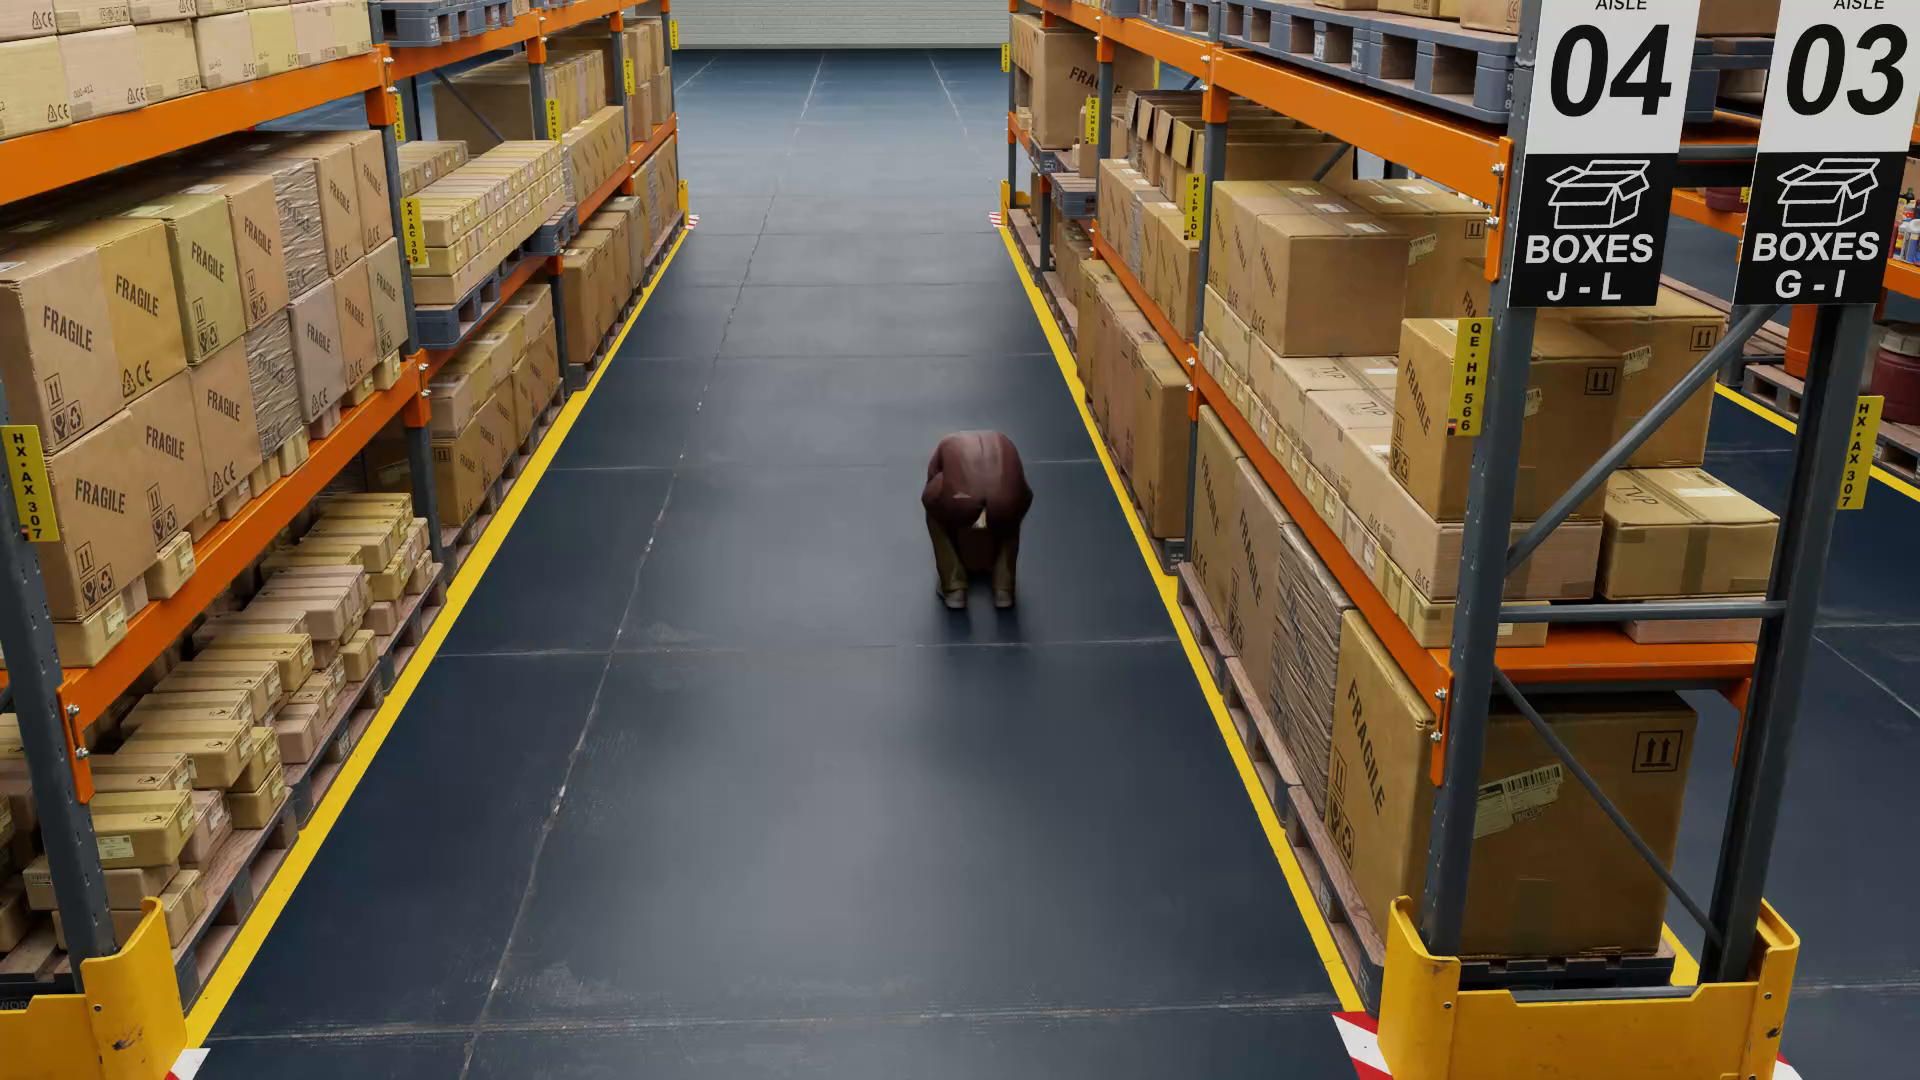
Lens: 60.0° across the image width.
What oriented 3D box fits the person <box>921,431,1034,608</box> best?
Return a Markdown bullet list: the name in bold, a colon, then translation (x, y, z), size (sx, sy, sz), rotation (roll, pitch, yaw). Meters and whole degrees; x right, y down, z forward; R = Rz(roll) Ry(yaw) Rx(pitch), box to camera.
- **person**: translation (0.080, -0.166, 8.831), size (0.595, 0.923, 0.950), rotation (-2, 20, -5)
